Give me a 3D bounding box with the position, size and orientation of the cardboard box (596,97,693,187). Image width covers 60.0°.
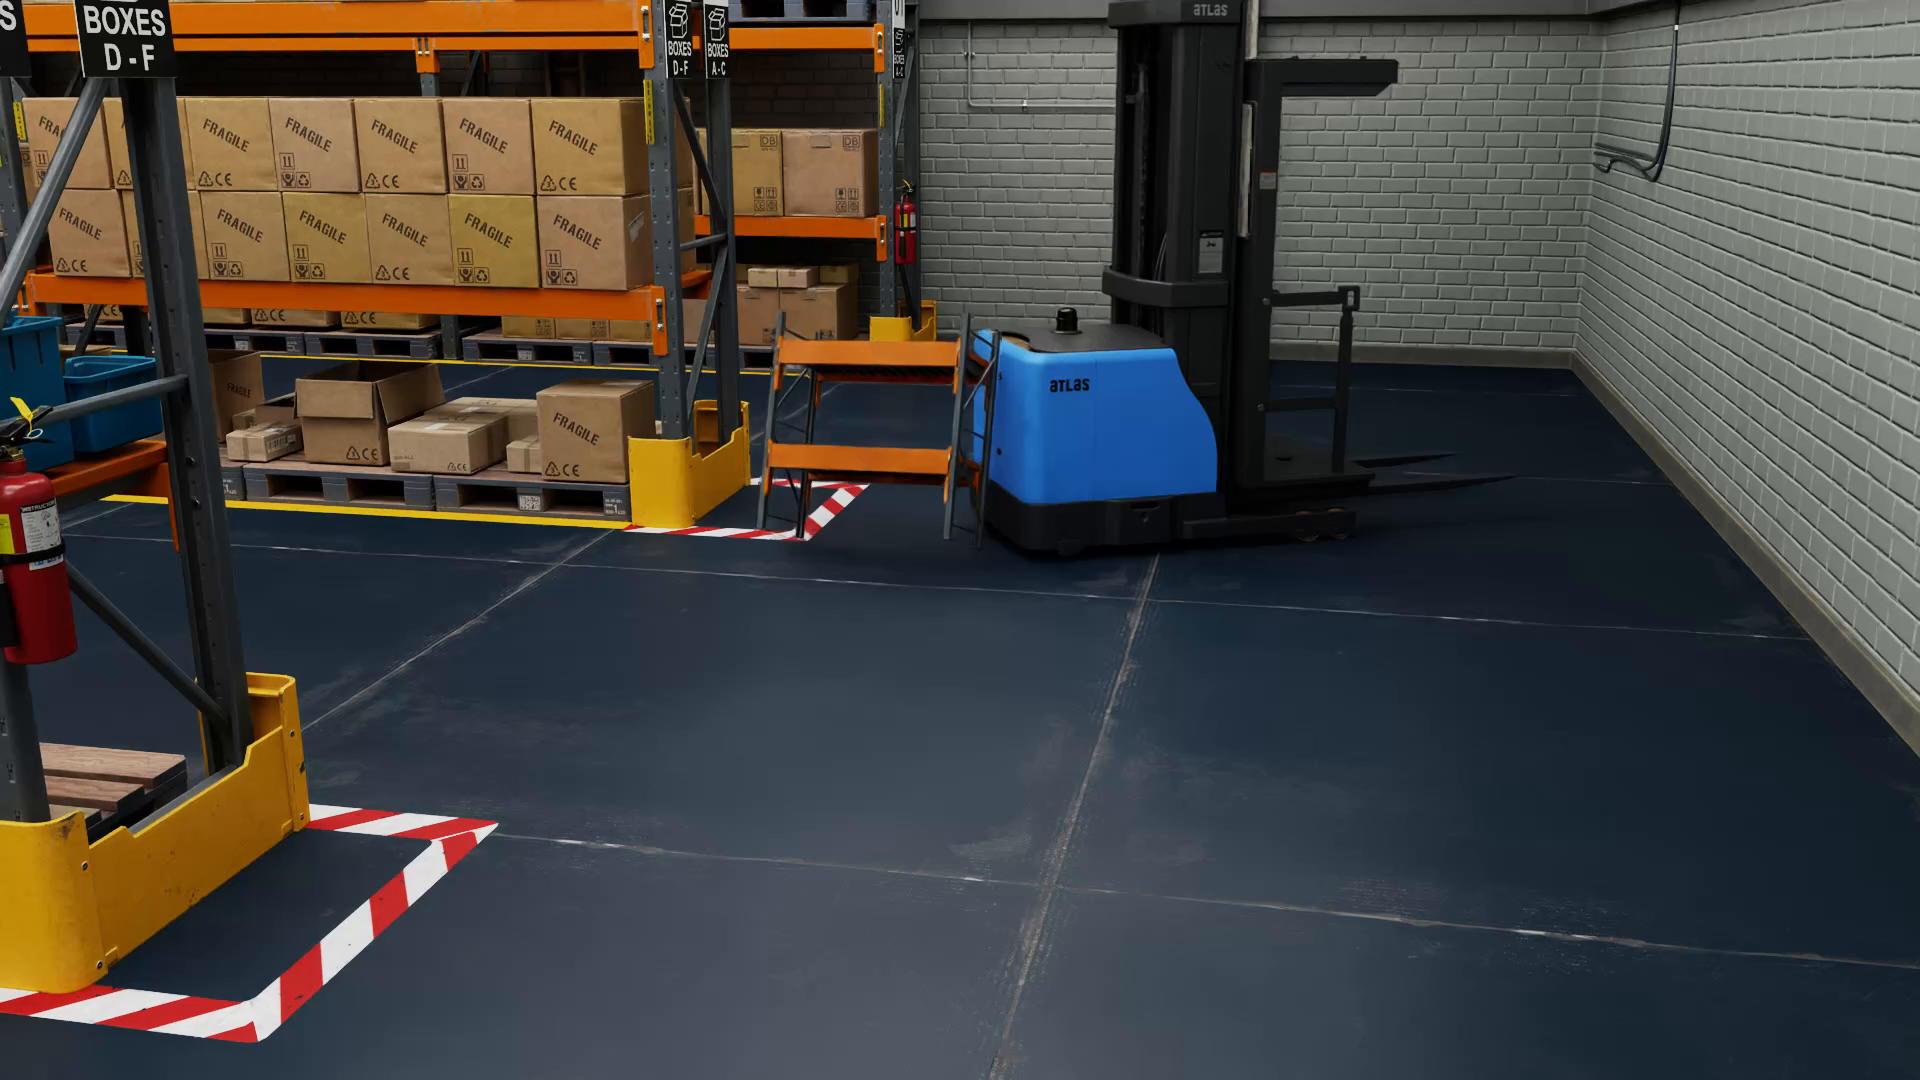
[{"bbox_3d":[-1.870,-2.284,9.559,0.500,0.500,0.500,4,16,13],"label":"cardboard box"}]

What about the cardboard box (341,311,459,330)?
[{"bbox_3d":[-5.087,-2.337,15.051,0.750,0.750,0.750,3,16,12],"label":"cardboard box"}]

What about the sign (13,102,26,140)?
[{"bbox_3d":[-8.442,-3.761,14.928,0.005,0.325,0.100,3,16,11],"label":"sign"}]

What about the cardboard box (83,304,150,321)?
[{"bbox_3d":[-7.649,-2.476,15.552,0.750,0.750,0.750,3,16,10],"label":"cardboard box"}]

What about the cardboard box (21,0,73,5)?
[{"bbox_3d":[-4.980,-3.157,9.432,0.500,0.250,0.500,3,16,11],"label":"cardboard box"}]

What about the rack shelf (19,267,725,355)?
[{"bbox_3d":[-3.447,-1.421,9.851,4.000,0.370,1.077,3,16,11],"label":"rack shelf"}]

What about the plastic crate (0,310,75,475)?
[{"bbox_3d":[-2.844,-0.381,4.569,0.499,0.435,0.616,3,16,11],"label":"plastic crate"}]

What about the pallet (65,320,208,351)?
[{"bbox_3d":[-7.586,-1.978,15.736,1.213,0.211,1.003,3,16,11],"label":"pallet"}]

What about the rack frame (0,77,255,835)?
[{"bbox_3d":[-2.478,-0.366,4.694,0.127,3.000,1.000,3,16,11],"label":"rack frame"}]

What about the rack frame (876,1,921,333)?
[{"bbox_3d":[-0.504,-2.958,14.050,0.127,3.000,1.000,3,16,11],"label":"rack frame"}]

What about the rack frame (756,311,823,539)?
[{"bbox_3d":[-0.887,-0.591,8.724,0.032,1.125,0.500,3,-5,20],"label":"rack frame"}]

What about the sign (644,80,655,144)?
[{"bbox_3d":[-1.618,-2.228,8.654,0.005,0.325,0.100,3,16,11],"label":"sign"}]

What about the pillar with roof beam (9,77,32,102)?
[{"bbox_3d":[-10.303,-5.444,11.787,0.400,9.000,9.100,3,16,11],"label":"pillar with roof beam"}]

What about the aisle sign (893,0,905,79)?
[{"bbox_3d":[-0.493,-4.128,13.406,0.004,0.787,0.394,3,16,11],"label":"aisle sign"}]

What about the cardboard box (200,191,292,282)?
[{"bbox_3d":[-3.970,-1.770,9.577,0.500,0.500,0.500,3,16,11],"label":"cardboard box"}]

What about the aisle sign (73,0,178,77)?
[{"bbox_3d":[-2.349,-1.693,4.614,0.004,0.787,0.394,3,16,11],"label":"aisle sign"}]

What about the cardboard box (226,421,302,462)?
[{"bbox_3d":[-4.189,-0.599,10.017,0.250,0.166,0.380,3,16,11],"label":"cardboard box"}]

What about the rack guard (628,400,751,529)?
[{"bbox_3d":[-1.562,-0.461,9.719,0.348,0.500,1.175,3,16,11],"label":"rack guard"}]

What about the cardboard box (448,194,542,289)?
[{"bbox_3d":[-2.490,-1.689,9.283,0.500,0.500,0.500,3,16,12],"label":"cardboard box"}]

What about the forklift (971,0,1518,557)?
[{"bbox_3d":[1.636,-1.533,9.035,3.031,2.935,1.130,-5,16,-16],"label":"forklift"}]

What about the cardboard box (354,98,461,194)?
[{"bbox_3d":[-2.983,-2.196,9.242,0.500,0.500,0.500,4,16,13],"label":"cardboard box"}]

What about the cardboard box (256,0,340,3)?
[{"bbox_3d":[-3.511,-3.077,9.142,0.500,0.250,0.500,3,16,11],"label":"cardboard box"}]

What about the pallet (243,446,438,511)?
[{"bbox_3d":[-3.535,-0.429,10.147,1.213,0.211,1.003,3,16,11],"label":"pallet"}]

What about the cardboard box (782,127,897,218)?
[{"bbox_3d":[-1.006,-3.127,14.099,0.700,0.700,0.980,4,16,14],"label":"cardboard box"}]

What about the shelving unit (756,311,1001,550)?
[{"bbox_3d":[-0.411,-0.564,8.547,1.048,1.125,0.538,3,-5,20],"label":"shelving unit"}]

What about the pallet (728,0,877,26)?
[{"bbox_3d":[-1.233,-4.397,13.794,1.213,0.211,1.003,3,16,11],"label":"pallet"}]

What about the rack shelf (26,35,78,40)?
[{"bbox_3d":[-7.367,-3.080,10.219,4.000,0.370,1.077,3,16,11],"label":"rack shelf"}]

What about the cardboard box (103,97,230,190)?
[{"bbox_3d":[-4.496,-2.278,9.538,0.500,0.500,0.500,3,16,9],"label":"cardboard box"}]

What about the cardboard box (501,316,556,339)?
[{"bbox_3d":[-3.711,-2.102,14.855,0.500,0.500,0.700,3,16,12],"label":"cardboard box"}]

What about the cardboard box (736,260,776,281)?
[{"bbox_3d":[-1.789,-2.365,14.591,0.250,0.149,0.380,3,16,12],"label":"cardboard box"}]

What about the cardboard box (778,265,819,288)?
[{"bbox_3d":[-1.372,-2.238,14.134,0.250,0.149,0.380,3,16,10],"label":"cardboard box"}]

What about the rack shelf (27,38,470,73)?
[{"bbox_3d":[-6.384,-4.376,14.898,4.000,0.370,1.077,3,16,11],"label":"rack shelf"}]

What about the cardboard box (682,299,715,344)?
[{"bbox_3d":[-2.193,-2.020,14.560,0.500,0.500,0.700,3,16,9],"label":"cardboard box"}]

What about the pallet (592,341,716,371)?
[{"bbox_3d":[-2.495,-1.701,14.738,1.213,0.211,1.003,3,16,11],"label":"pallet"}]

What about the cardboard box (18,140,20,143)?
[{"bbox_3d":[-8.806,-3.666,15.595,0.500,0.500,0.700,1,16,5],"label":"cardboard box"}]

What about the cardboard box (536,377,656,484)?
[{"bbox_3d":[-2.069,-0.633,9.518,0.500,0.500,0.500,3,16,11],"label":"cardboard box"}]

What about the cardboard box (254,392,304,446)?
[{"bbox_3d":[-4.057,-0.795,10.454,0.500,0.311,0.500,3,16,11],"label":"cardboard box"}]

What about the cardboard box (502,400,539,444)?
[{"bbox_3d":[-2.454,-0.678,10.148,0.500,0.250,0.500,3,16,11],"label":"cardboard box"}]

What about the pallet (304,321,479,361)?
[{"bbox_3d":[-5.195,-1.848,15.267,1.213,0.211,1.003,3,16,11],"label":"pallet"}]
